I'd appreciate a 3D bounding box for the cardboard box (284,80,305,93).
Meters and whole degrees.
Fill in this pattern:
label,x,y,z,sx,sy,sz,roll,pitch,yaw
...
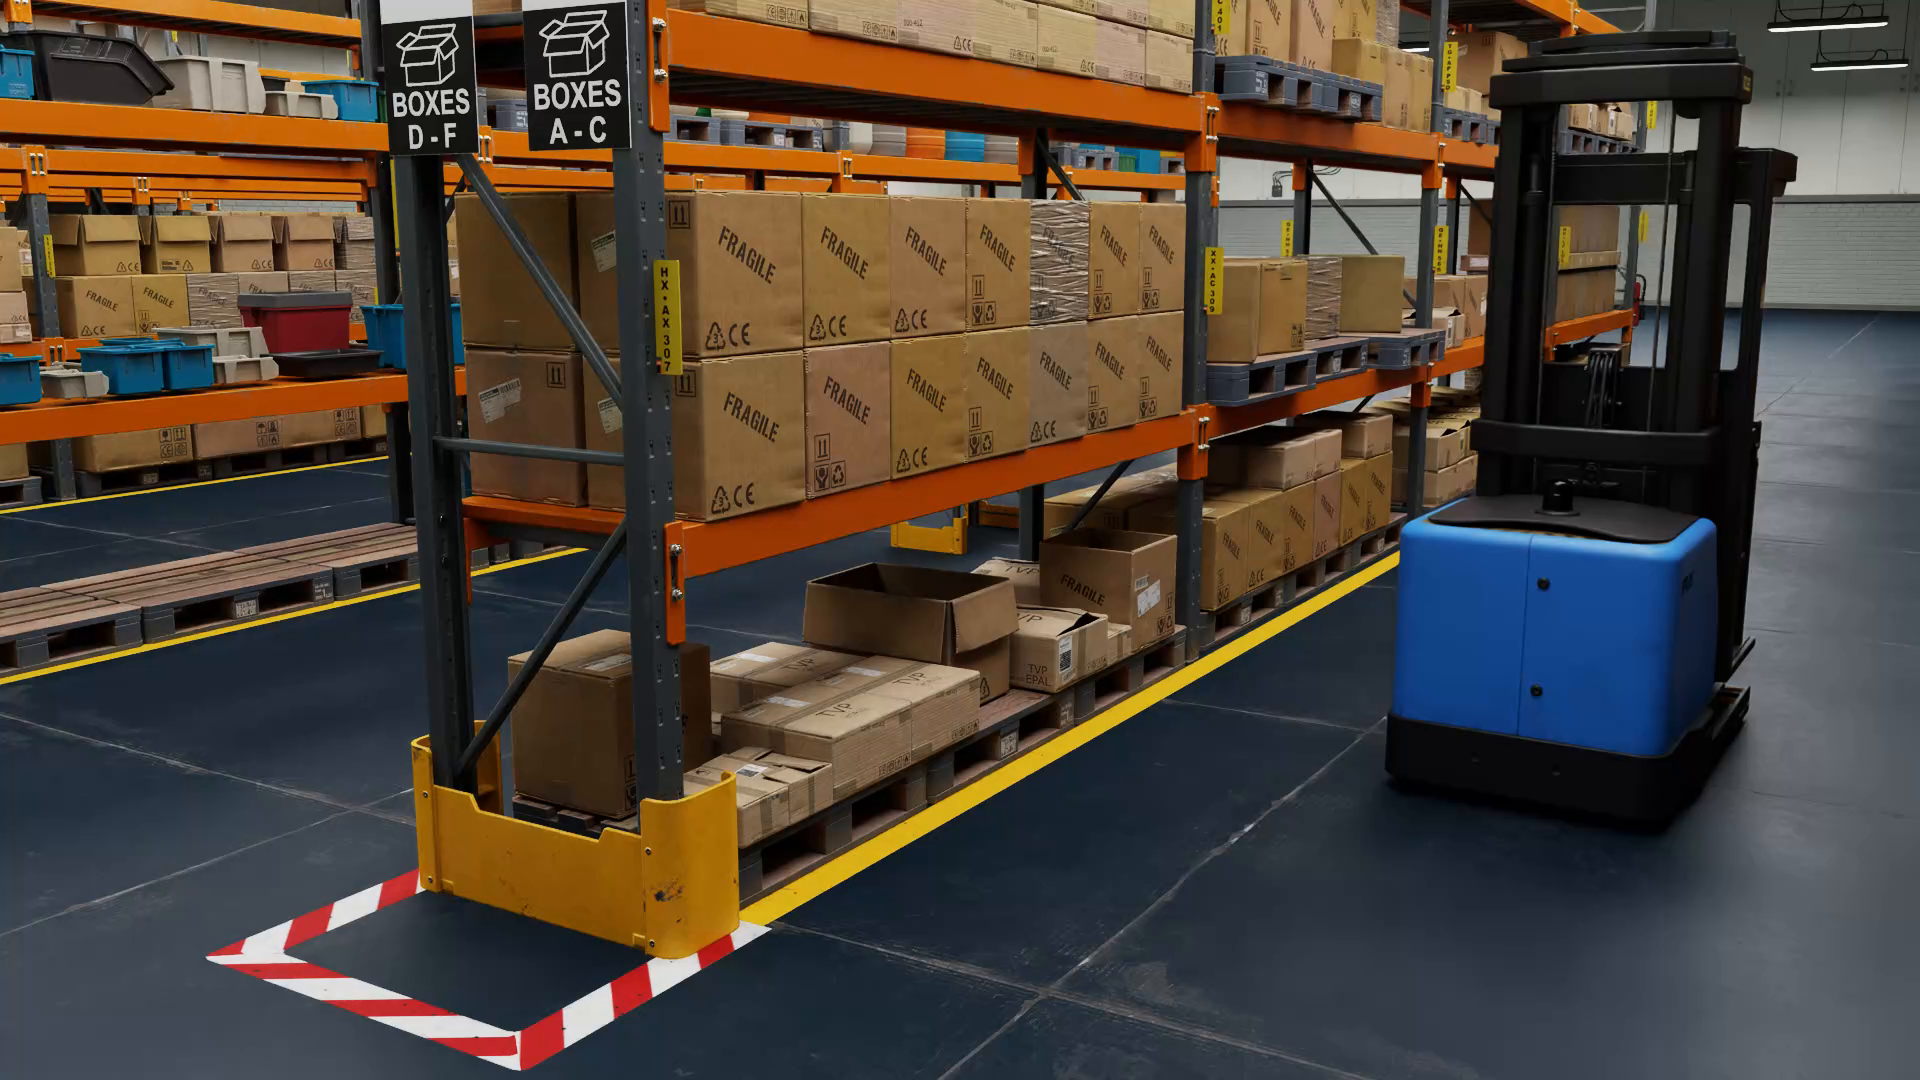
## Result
label,x,y,z,sx,sy,sz,roll,pitch,yaw
cardboard box,-6.245,-3.953,15.269,0.500,0.500,0.500,7,13,34

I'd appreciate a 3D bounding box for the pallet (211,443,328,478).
label,x,y,z,sx,sy,sz,roll,pitch,yaw
pallet,-6.725,-0.792,15.524,1.003,0.211,1.213,6,12,31

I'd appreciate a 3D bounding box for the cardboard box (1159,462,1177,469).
label,x,y,z,sx,sy,sz,roll,pitch,yaw
cardboard box,1.569,-0.223,10.504,0.500,0.500,0.500,6,12,29

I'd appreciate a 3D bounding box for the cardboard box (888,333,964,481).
label,x,y,z,sx,sy,sz,roll,pitch,yaw
cardboard box,-0.324,-0.519,6.219,0.500,0.500,0.500,6,12,31

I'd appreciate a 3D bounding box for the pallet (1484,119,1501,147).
label,x,y,z,sx,sy,sz,roll,pitch,yaw
pallet,3.702,-3.196,13.152,1.003,0.211,1.213,7,13,33

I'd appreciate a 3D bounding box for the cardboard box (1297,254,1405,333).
label,x,y,z,sx,sy,sz,roll,pitch,yaw
cardboard box,2.617,-1.669,11.219,0.700,0.500,0.500,2,11,12

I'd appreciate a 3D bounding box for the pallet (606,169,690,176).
label,x,y,z,sx,sy,sz,roll,pitch,yaw
pallet,-3.952,-4.395,19.550,1.213,0.211,1.003,6,12,31

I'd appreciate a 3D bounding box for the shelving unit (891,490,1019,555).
label,x,y,z,sx,sy,sz,roll,pitch,yaw
shelving unit,0.040,-0.749,11.795,0.587,1.500,1.083,6,12,31

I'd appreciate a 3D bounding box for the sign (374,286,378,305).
label,x,y,z,sx,sy,sz,roll,pitch,yaw
sign,-3.930,-1.557,11.281,0.100,0.325,0.005,6,12,31

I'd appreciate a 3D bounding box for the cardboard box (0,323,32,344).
label,x,y,z,sx,sy,sz,roll,pitch,yaw
cardboard box,-7.572,-1.638,13.152,0.380,0.149,0.250,6,12,31

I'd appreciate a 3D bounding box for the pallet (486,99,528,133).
label,x,y,z,sx,sy,sz,roll,pitch,yaw
pallet,-3.137,-2.882,11.474,1.213,0.211,1.003,6,12,31

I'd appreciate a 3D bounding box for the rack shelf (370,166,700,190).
label,x,y,z,sx,sy,sz,roll,pitch,yaw
rack shelf,-4.579,-3.906,18.383,1.077,0.370,4.000,6,12,31

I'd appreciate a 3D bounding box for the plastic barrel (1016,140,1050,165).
label,x,y,z,sx,sy,sz,roll,pitch,yaw
plastic barrel,0.614,-4.246,16.885,0.600,0.901,0.708,6,12,31

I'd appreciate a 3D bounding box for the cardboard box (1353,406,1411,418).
label,x,y,z,sx,sy,sz,roll,pitch,yaw
cardboard box,3.438,-0.921,13.445,0.500,0.311,0.500,6,12,30

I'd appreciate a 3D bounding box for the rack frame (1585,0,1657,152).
label,x,y,z,sx,sy,sz,roll,pitch,yaw
rack frame,7.001,-5.730,18.022,1.000,3.000,0.127,6,12,31

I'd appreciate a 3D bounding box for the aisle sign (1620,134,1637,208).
label,x,y,z,sx,sy,sz,roll,pitch,yaw
aisle sign,7.286,-4.042,18.241,0.394,0.787,0.004,6,12,31

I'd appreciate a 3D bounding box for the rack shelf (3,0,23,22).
label,x,y,z,sx,sy,sz,roll,pitch,yaw
rack shelf,-8.732,-3.925,11.423,1.077,0.370,4.000,6,12,31

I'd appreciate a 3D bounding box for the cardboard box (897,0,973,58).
label,x,y,z,sx,sy,sz,roll,pitch,yaw
cardboard box,-0.293,-1.878,6.007,0.500,0.250,0.500,6,12,31

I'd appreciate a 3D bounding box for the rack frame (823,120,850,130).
label,x,y,z,sx,sy,sz,roll,pitch,yaw
rack frame,-1.384,-4.946,13.833,1.000,3.000,0.127,6,12,31

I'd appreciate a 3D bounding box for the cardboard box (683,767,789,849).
label,x,y,z,sx,sy,sz,roll,pitch,yaw
cardboard box,-0.795,0.887,5.532,0.380,0.149,0.250,6,12,31

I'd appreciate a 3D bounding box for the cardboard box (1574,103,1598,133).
label,x,y,z,sx,sy,sz,roll,pitch,yaw
cardboard box,5.692,-3.997,15.637,0.500,0.311,0.500,6,12,28

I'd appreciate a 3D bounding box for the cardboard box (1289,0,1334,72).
label,x,y,z,sx,sy,sz,roll,pitch,yaw
cardboard box,1.786,-2.956,9.668,0.600,0.600,0.600,6,12,28

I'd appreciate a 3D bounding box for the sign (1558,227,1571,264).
label,x,y,z,sx,sy,sz,roll,pitch,yaw
sign,5.393,-2.632,14.846,0.100,0.325,0.005,6,12,31

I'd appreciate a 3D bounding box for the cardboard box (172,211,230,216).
label,x,y,z,sx,sy,sz,roll,pitch,yaw
cardboard box,-11.596,-4.781,25.460,0.700,0.500,0.500,6,12,30

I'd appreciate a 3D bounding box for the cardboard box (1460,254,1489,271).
label,x,y,z,sx,sy,sz,roll,pitch,yaw
cardboard box,4.883,-2.584,15.483,0.380,0.149,0.250,6,12,31

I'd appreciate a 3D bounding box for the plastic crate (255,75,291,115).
label,x,y,z,sx,sy,sz,roll,pitch,yaw
plastic crate,-4.340,-2.609,9.857,0.497,0.269,0.590,6,12,31

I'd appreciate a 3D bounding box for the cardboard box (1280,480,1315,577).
label,x,y,z,sx,sy,sz,roll,pitch,yaw
cardboard box,1.764,-0.097,9.835,0.500,0.500,0.500,7,12,31

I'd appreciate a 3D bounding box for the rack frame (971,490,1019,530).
label,x,y,z,sx,sy,sz,roll,pitch,yaw
rack frame,0.308,-0.831,12.229,0.500,1.500,0.032,6,12,31

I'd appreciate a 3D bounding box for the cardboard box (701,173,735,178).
label,x,y,z,sx,sy,sz,roll,pitch,yaw
cardboard box,-3.088,-4.546,20.258,0.500,0.250,0.500,6,12,28

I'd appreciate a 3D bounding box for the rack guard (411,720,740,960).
label,x,y,z,sx,sy,sz,roll,pitch,yaw
rack guard,-1.266,0.952,5.427,1.175,0.500,0.348,6,12,31

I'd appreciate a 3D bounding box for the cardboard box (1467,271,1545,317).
label,x,y,z,sx,sy,sz,roll,pitch,yaw
cardboard box,5.149,-2.272,15.581,0.700,0.500,0.500,6,12,29

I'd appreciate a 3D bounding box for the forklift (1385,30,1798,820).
label,x,y,z,sx,sy,sz,roll,pitch,yaw
forklift,2.911,-0.630,7.268,1.130,2.935,3.031,7,13,32

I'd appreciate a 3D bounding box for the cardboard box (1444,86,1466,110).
label,x,y,z,sx,sy,sz,roll,pitch,yaw
cardboard box,3.599,-3.380,12.887,0.500,0.250,0.500,6,12,30

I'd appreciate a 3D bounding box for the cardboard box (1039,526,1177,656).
label,x,y,z,sx,sy,sz,roll,pitch,yaw
cardboard box,0.718,0.235,8.060,0.500,0.500,0.500,6,12,31

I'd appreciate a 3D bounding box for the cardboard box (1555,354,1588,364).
label,x,y,z,sx,sy,sz,roll,pitch,yaw
cardboard box,5.952,-1.576,16.429,0.500,0.500,0.500,6,12,31

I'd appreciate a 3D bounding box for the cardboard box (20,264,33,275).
label,x,y,z,sx,sy,sz,roll,pitch,yaw
cardboard box,-10.204,-2.906,17.973,0.380,0.149,0.250,6,12,30

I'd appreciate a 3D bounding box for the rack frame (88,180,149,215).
label,x,y,z,sx,sy,sz,roll,pitch,yaw
rack frame,-9.804,-2.960,19.528,1.000,3.000,0.127,6,12,31

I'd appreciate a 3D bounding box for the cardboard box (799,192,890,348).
label,x,y,z,sx,sy,sz,roll,pitch,yaw
cardboard box,-0.585,-0.933,5.713,0.500,0.500,0.500,7,12,31

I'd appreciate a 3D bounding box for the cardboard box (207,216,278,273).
label,x,y,z,sx,sy,sz,roll,pitch,yaw
cardboard box,-6.694,-2.691,15.092,0.797,0.503,0.637,7,13,33

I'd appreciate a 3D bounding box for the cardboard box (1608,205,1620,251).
label,x,y,z,sx,sy,sz,roll,pitch,yaw
cardboard box,6.720,-3.388,18.016,0.700,0.500,0.500,6,12,31

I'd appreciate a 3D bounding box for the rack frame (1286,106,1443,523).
label,x,y,z,sx,sy,sz,roll,pitch,yaw
rack frame,2.848,-1.523,11.854,1.000,3.000,0.127,6,12,31

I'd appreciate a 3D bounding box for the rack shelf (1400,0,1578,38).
label,x,y,z,sx,sy,sz,roll,pitch,yaw
rack shelf,3.886,-4.236,13.085,1.077,0.370,4.000,6,12,31

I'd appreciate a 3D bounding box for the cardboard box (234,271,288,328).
label,x,y,z,sx,sy,sz,roll,pitch,yaw
cardboard box,-6.457,-2.178,15.081,0.500,0.500,0.500,7,13,32

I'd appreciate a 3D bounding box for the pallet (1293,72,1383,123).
label,x,y,z,sx,sy,sz,roll,pitch,yaw
pallet,1.705,-2.535,9.620,1.213,0.211,1.003,6,12,31

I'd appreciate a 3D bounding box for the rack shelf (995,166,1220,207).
label,x,y,z,sx,sy,sz,roll,pitch,yaw
rack shelf,1.731,-4.062,19.215,1.077,0.370,4.000,6,12,31

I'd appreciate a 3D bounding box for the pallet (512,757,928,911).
label,x,y,z,sx,sy,sz,roll,pitch,yaw
pallet,-0.853,0.968,6.124,1.003,0.211,1.213,6,12,31

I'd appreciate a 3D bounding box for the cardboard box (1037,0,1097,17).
label,x,y,z,sx,sy,sz,roll,pitch,yaw
cardboard box,0.227,-2.281,6.801,0.500,0.250,0.500,6,12,31

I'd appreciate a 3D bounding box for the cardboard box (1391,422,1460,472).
label,x,y,z,sx,sy,sz,roll,pitch,yaw
cardboard box,3.371,-0.708,12.307,0.500,0.311,0.500,7,13,33

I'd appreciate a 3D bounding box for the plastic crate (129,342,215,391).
label,x,y,z,sx,sy,sz,roll,pitch,yaw
plastic crate,-4.288,-0.948,9.072,0.416,0.233,0.300,6,12,31

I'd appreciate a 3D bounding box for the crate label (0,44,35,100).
label,x,y,z,sx,sy,sz,roll,pitch,yaw
crate label,-4.782,-2.254,8.012,0.408,0.251,0.502,6,12,31

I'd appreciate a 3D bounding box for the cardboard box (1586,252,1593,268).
label,x,y,z,sx,sy,sz,roll,pitch,yaw
cardboard box,6.162,-2.827,16.783,0.380,0.149,0.250,6,12,30

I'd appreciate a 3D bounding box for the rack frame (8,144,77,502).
label,x,y,z,sx,sy,sz,roll,pitch,yaw
rack frame,-7.694,-1.841,13.552,1.000,3.000,0.127,6,12,31
